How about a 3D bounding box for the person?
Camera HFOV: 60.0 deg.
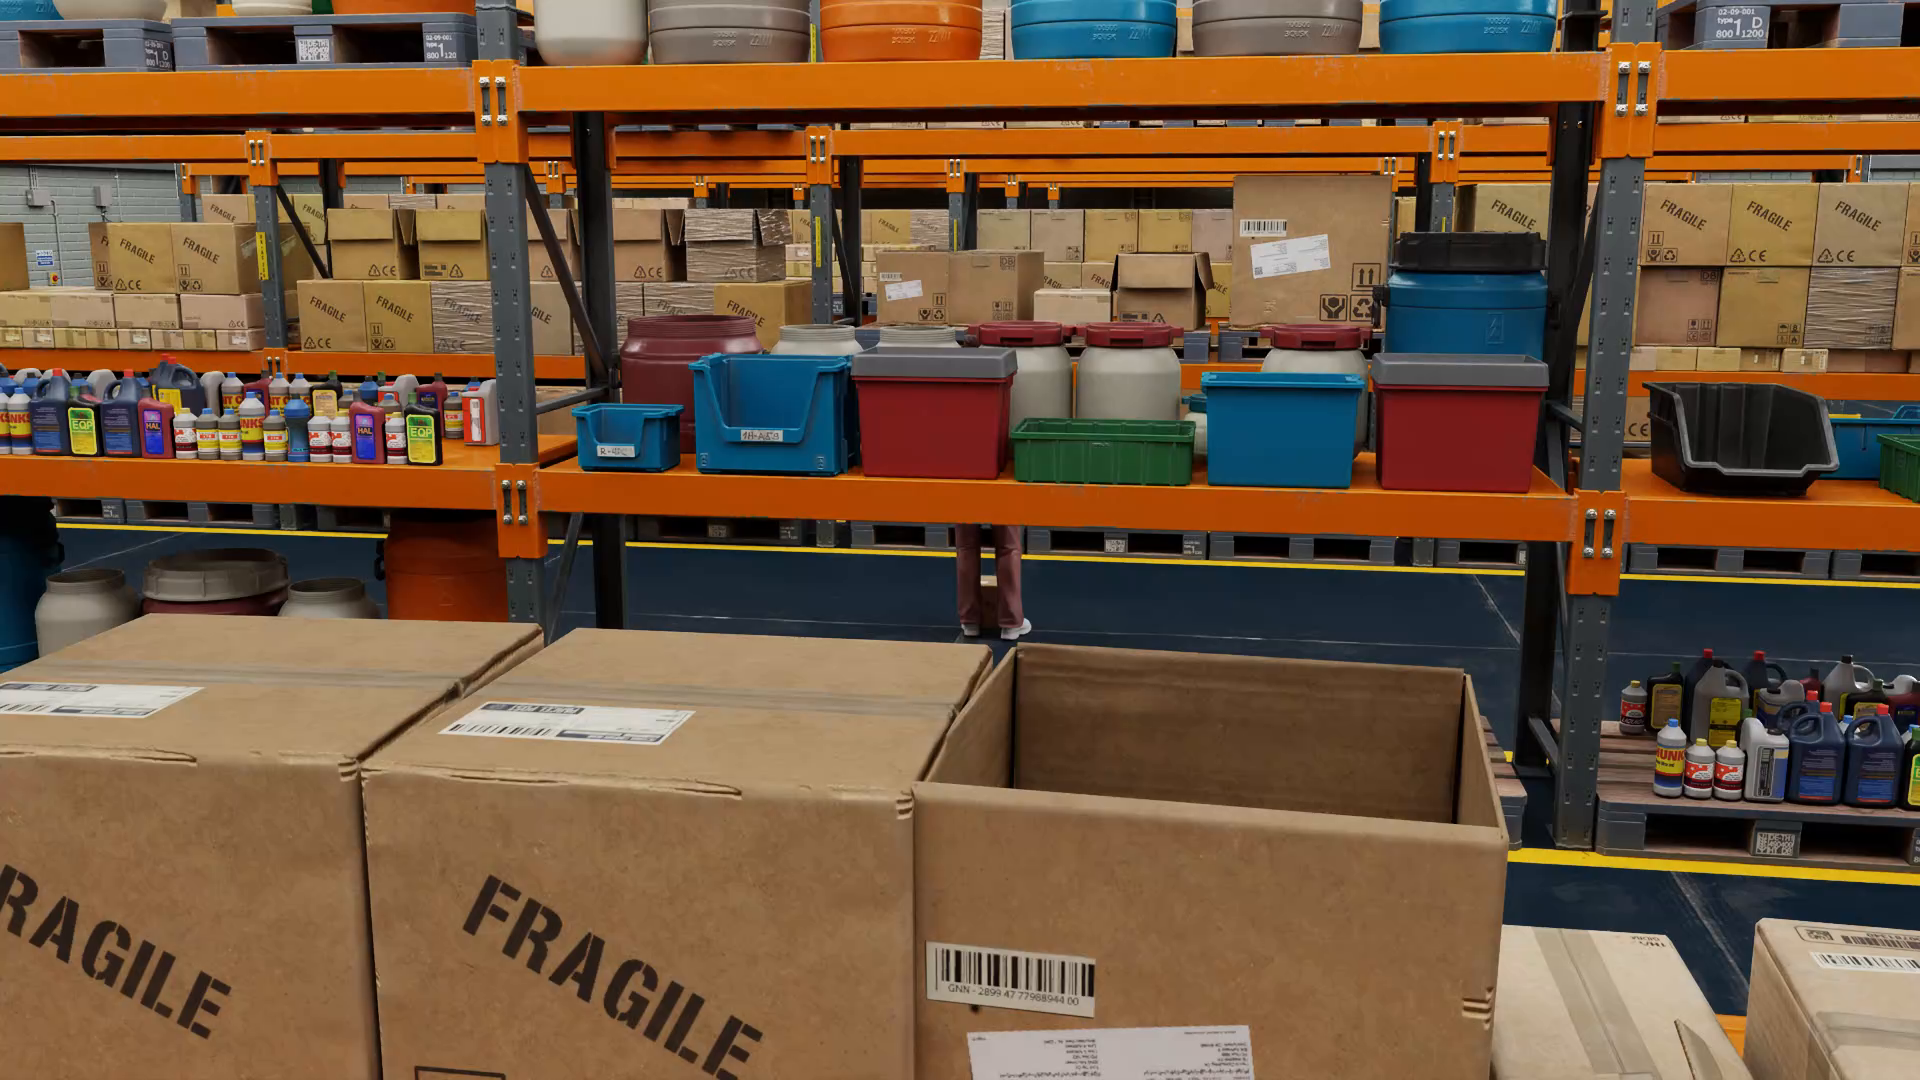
[{"bbox_3d":[0.130,-0.304,8.984,0.514,1.671,0.416,1,11,5],"label":"person"}]
